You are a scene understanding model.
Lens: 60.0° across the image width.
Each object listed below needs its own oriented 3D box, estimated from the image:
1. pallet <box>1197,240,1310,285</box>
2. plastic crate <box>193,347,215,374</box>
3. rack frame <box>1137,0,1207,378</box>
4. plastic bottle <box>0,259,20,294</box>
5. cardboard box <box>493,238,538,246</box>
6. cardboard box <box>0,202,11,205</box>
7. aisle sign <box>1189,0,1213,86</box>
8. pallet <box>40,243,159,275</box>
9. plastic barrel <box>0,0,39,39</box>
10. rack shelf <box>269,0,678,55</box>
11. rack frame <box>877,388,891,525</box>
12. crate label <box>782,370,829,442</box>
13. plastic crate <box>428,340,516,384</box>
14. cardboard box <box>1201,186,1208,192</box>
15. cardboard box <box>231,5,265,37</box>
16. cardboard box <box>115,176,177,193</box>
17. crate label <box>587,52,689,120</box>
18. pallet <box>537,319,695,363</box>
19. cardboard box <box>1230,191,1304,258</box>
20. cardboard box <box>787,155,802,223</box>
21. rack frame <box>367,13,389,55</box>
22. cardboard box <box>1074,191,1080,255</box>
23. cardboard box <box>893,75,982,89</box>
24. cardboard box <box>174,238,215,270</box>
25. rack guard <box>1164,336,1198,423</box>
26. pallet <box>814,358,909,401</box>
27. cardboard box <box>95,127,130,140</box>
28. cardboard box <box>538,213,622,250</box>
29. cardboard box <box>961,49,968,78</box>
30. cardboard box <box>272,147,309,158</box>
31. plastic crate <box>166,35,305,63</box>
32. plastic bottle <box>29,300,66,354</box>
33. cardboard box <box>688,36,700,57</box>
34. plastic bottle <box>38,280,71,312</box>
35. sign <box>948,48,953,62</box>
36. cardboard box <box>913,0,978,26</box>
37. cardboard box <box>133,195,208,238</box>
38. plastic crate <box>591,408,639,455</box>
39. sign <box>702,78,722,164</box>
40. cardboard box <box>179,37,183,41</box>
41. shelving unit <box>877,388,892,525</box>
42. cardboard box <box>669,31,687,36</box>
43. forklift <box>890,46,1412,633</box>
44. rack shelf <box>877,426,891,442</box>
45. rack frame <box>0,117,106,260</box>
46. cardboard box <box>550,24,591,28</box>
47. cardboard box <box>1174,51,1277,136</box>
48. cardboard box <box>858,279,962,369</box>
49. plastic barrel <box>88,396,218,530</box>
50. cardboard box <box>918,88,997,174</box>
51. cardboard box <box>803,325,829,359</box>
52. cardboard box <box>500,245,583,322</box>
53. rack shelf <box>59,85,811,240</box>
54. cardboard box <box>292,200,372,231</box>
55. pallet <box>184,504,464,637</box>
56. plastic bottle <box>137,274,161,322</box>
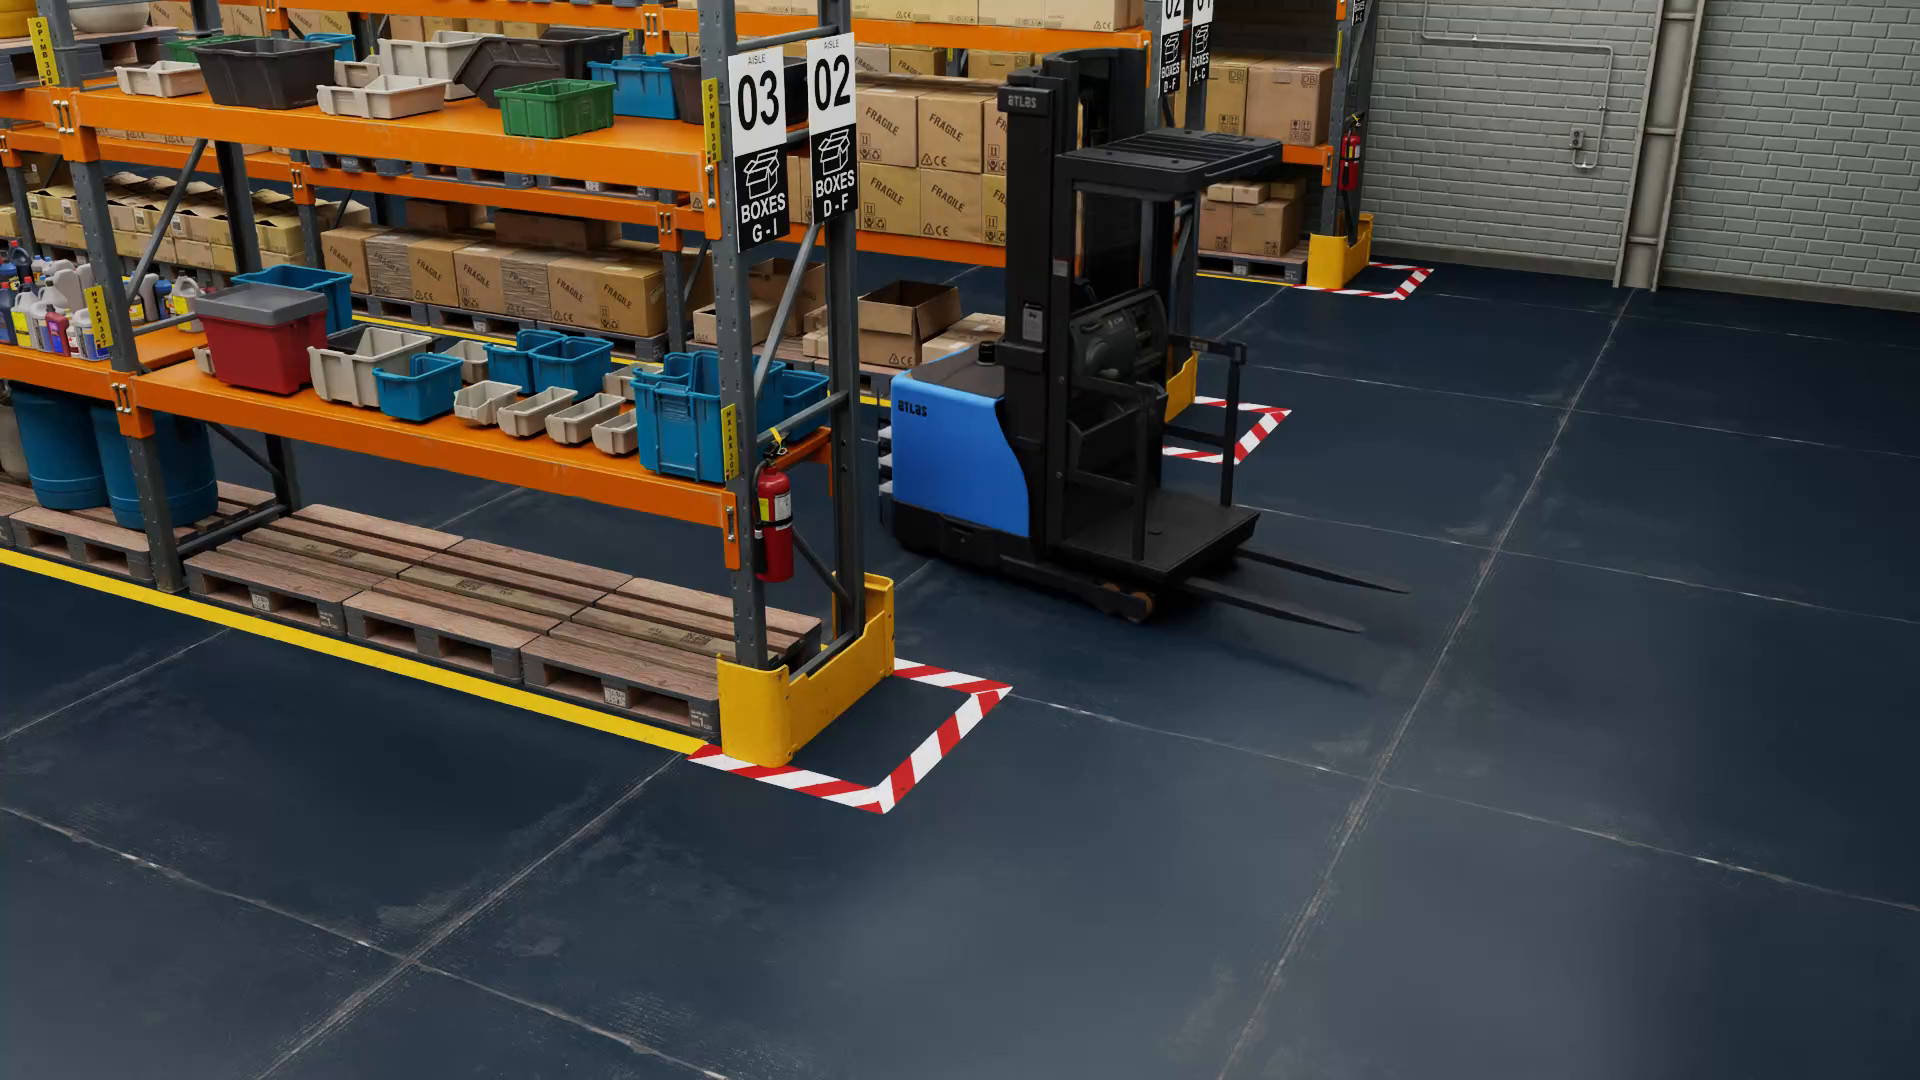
[{"bbox_3d":[2.960,-2.833,16.642,1.213,0.211,1.003,11,25,25],"label":"pallet"},{"bbox_3d":[-3.980,-1.023,9.083,0.243,0.136,0.396,11,25,25],"label":"plastic crate"},{"bbox_3d":[1.477,-2.272,11.759,0.127,3.000,1.000,11,25,25],"label":"rack frame"},{"bbox_3d":[-5.936,-1.623,10.398,0.097,0.271,0.097,0,23,0],"label":"plastic bottle"},{"bbox_3d":[-3.789,-2.471,14.861,0.500,0.500,0.500,10,25,23],"label":"cardboard box"},{"bbox_3d":[-10.186,-3.416,17.426,0.500,0.250,0.500,11,25,25],"label":"cardboard box"},{"bbox_3d":[1.670,-3.559,11.463,0.004,0.787,0.394,11,25,25],"label":"aisle sign"},{"bbox_3d":[-8.557,-2.991,17.014,1.213,0.211,1.003,11,25,25],"label":"pallet"},{"bbox_3d":[-5.237,-2.999,8.860,0.600,0.588,0.600,0,23,0],"label":"plastic barrel"},{"bbox_3d":[-3.878,-4.381,13.804,4.000,0.370,1.077,11,25,25],"label":"rack shelf"},{"bbox_3d":[-0.433,-0.544,10.379,0.006,0.900,0.240,16,28,34],"label":"rack frame"},{"bbox_3d":[-0.833,-0.652,8.087,0.303,0.233,0.416,11,25,25],"label":"crate label"},{"bbox_3d":[-2.641,-0.953,8.917,0.466,0.136,0.293,11,25,25],"label":"plastic crate"},{"bbox_3d":[2.565,-3.614,16.744,0.250,0.149,0.380,11,26,25],"label":"cardboard box"},{"bbox_3d":[-8.919,-6.653,21.268,0.500,0.500,0.500,12,26,26],"label":"cardboard box"},{"bbox_3d":[-8.274,-3.516,16.944,0.500,0.311,0.500,12,26,26],"label":"cardboard box"},{"bbox_3d":[-1.439,-2.130,7.783,0.502,0.251,0.408,11,25,25],"label":"crate label"},{"bbox_3d":[-2.836,-1.825,14.273,1.213,0.211,1.003,11,25,25],"label":"pallet"},{"bbox_3d":[3.039,-3.134,16.445,0.500,0.500,0.700,11,25,25],"label":"cardboard box"},{"bbox_3d":[-1.303,-2.750,12.755,0.500,0.500,0.500,12,26,25],"label":"cardboard box"},{"bbox_3d":[-7.000,-6.122,20.812,0.127,3.000,1.000,11,25,25],"label":"rack frame"},{"bbox_3d":[0.954,-2.302,11.702,0.500,0.500,0.500,12,26,26],"label":"cardboard box"},{"bbox_3d":[-0.168,-3.218,12.578,0.500,0.500,0.500,11,25,24],"label":"cardboard box"},{"bbox_3d":[-7.151,-2.800,15.977,0.500,0.250,0.500,12,26,26],"label":"cardboard box"},{"bbox_3d":[1.409,-1.135,12.280,0.348,0.500,1.175,11,25,25],"label":"rack guard"},{"bbox_3d":[-0.388,-1.358,13.174,1.213,0.211,1.003,11,25,25],"label":"pallet"},{"bbox_3d":[-8.084,-4.202,16.171,0.500,0.500,0.500,13,26,28],"label":"cardboard box"},{"bbox_3d":[-3.307,-2.723,14.493,0.500,0.250,0.500,11,26,25],"label":"cardboard box"},{"bbox_3d":[-0.158,-5.070,17.806,0.500,0.500,0.500,10,25,23],"label":"cardboard box"},{"bbox_3d":[-5.967,-3.723,15.285,0.500,0.311,0.500,13,26,28],"label":"cardboard box"},{"bbox_3d":[-3.817,-2.562,8.880,0.662,0.188,0.450,11,25,25],"label":"plastic crate"},{"bbox_3d":[-5.155,-1.213,9.428,0.135,0.276,0.152,11,25,25],"label":"plastic bottle"},{"bbox_3d":[-2.650,-5.336,18.432,0.500,0.500,0.500,12,26,26],"label":"cardboard box"},{"bbox_3d":[-5.234,-1.325,9.595,0.185,0.351,0.144,11,25,25],"label":"plastic bottle"},{"bbox_3d":[-0.097,-5.014,16.829,0.005,0.325,0.100,11,25,25],"label":"sign"},{"bbox_3d":[0.006,-3.758,11.612,0.500,0.250,0.500,11,25,25],"label":"cardboard box"},{"bbox_3d":[-7.603,-3.146,16.075,0.500,0.311,0.500,12,26,26],"label":"cardboard box"},{"bbox_3d":[-1.571,-0.530,7.923,0.243,0.136,0.396,11,25,25],"label":"plastic crate"},{"bbox_3d":[-0.995,-1.680,6.668,0.005,0.325,0.100,11,25,25],"label":"sign"},{"bbox_3d":[-10.278,-6.571,22.034,0.500,0.250,0.500,10,25,23],"label":"cardboard box"},{"bbox_3d":[-0.352,-0.520,10.323,0.210,0.900,0.258,16,28,34],"label":"shelving unit"},{"bbox_3d":[-3.116,-5.777,18.510,0.500,0.250,0.500,12,26,26],"label":"cardboard box"},{"bbox_3d":[1.056,-1.128,9.158,3.031,2.935,1.130,16,28,34],"label":"forklift"},{"bbox_3d":[-0.352,-0.655,10.266,0.200,0.077,0.258,16,28,34],"label":"rack shelf"},{"bbox_3d":[-9.232,-4.391,16.742,0.127,3.000,1.000,11,25,25],"label":"rack frame"},{"bbox_3d":[-4.366,-5.832,19.442,0.500,0.500,0.700,9,25,20],"label":"cardboard box"},{"bbox_3d":[2.595,-4.352,16.267,0.700,0.700,0.980,11,25,24],"label":"cardboard box"},{"bbox_3d":[-0.414,-1.702,13.047,0.637,0.503,0.797,11,25,25],"label":"cardboard box"},{"bbox_3d":[-4.809,-0.578,9.922,0.708,0.901,0.600,11,25,25],"label":"plastic barrel"},{"bbox_3d":[0.040,-2.939,11.923,0.500,0.500,0.500,12,26,26],"label":"cardboard box"},{"bbox_3d":[-1.039,-1.578,13.186,0.250,0.166,0.380,11,25,25],"label":"cardboard box"},{"bbox_3d":[-3.547,-2.196,14.213,0.500,0.500,0.500,12,26,25],"label":"cardboard box"},{"bbox_3d":[-2.546,-1.945,8.077,4.000,0.370,1.077,11,25,25],"label":"rack shelf"},{"bbox_3d":[-5.997,-3.066,15.886,0.500,0.311,0.500,12,26,26],"label":"cardboard box"},{"bbox_3d":[-3.657,0.151,9.626,1.213,0.211,1.003,11,25,25],"label":"pallet"},{"bbox_3d":[-4.899,-1.471,10.035,0.135,0.276,0.152,11,25,25],"label":"plastic bottle"}]
